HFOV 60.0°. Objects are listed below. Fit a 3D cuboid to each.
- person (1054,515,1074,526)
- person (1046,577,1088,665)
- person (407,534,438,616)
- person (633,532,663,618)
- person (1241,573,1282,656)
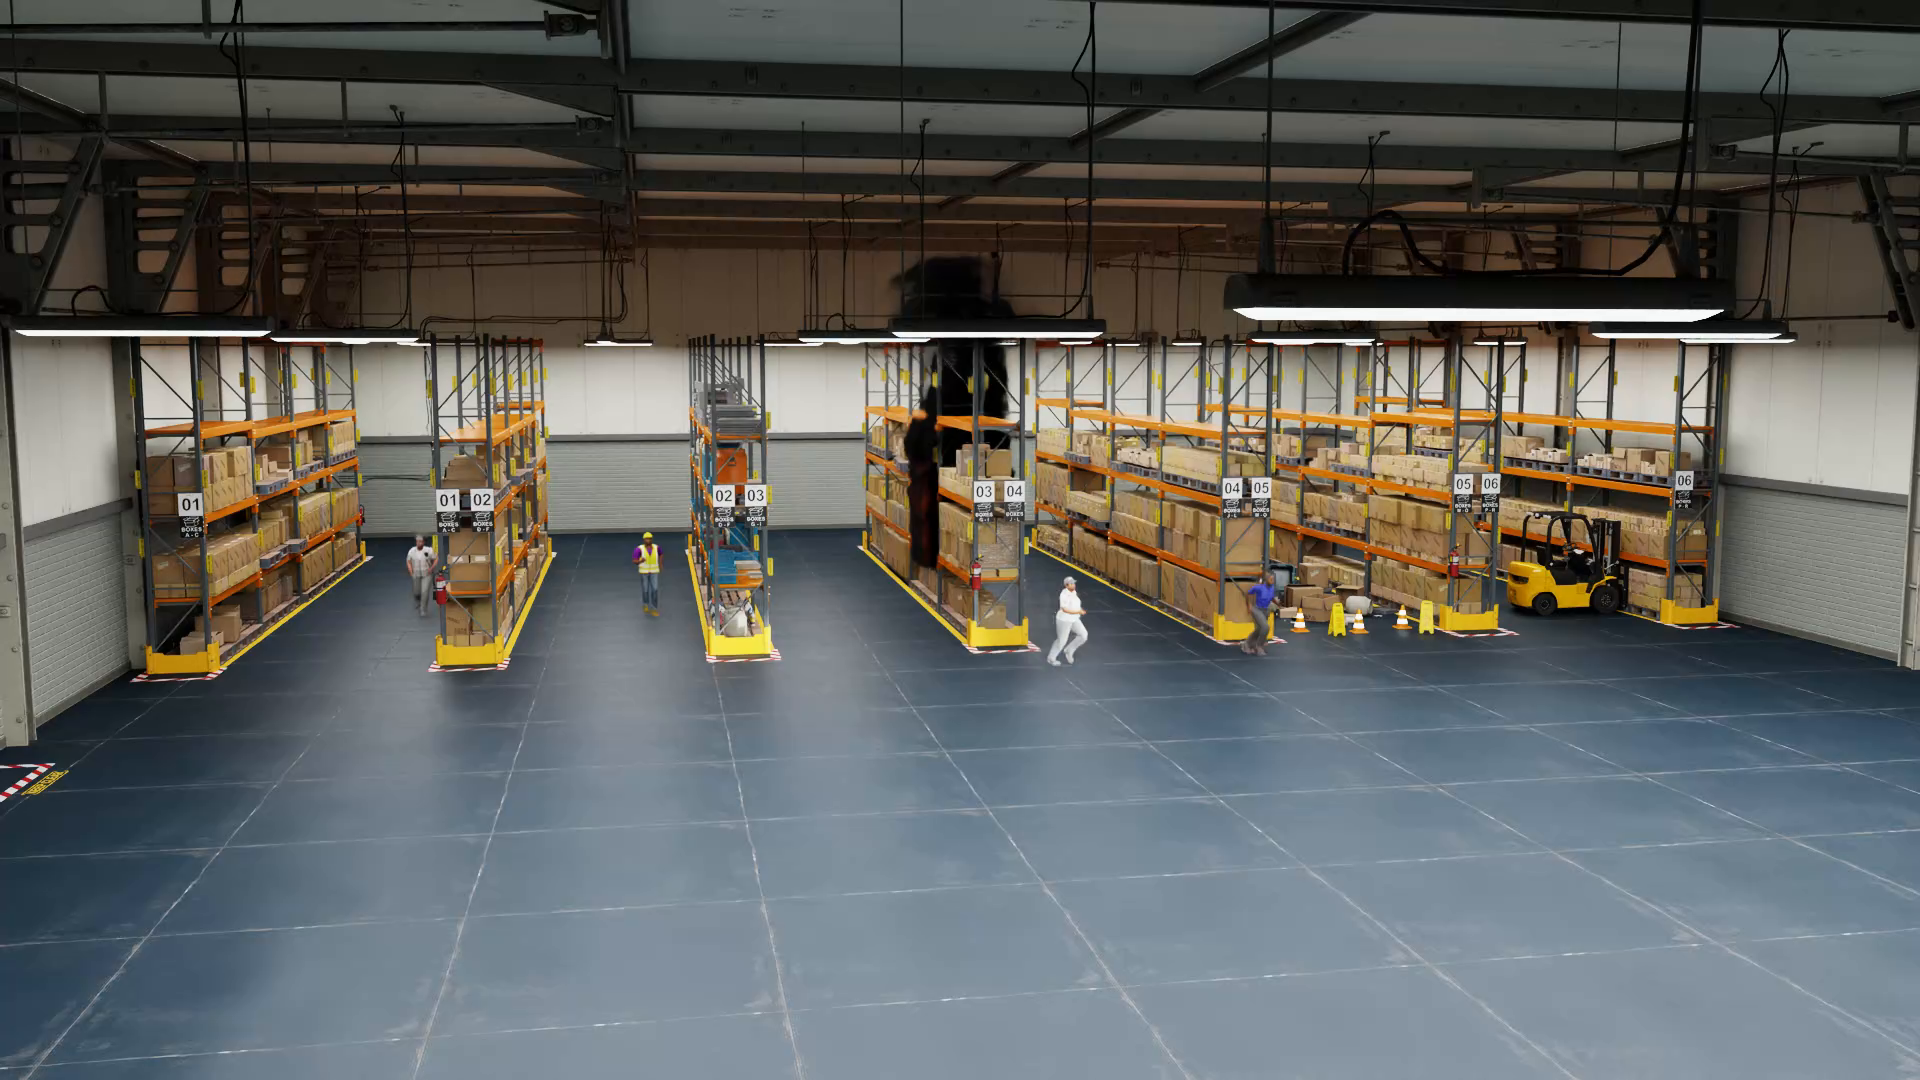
[{"bbox_3d":[3.137,-0.871,50.167,0.805,1.695,0.666,-3,7,-22],"label":"person"},{"bbox_3d":[1.977,1.462,30.085,0.800,1.607,0.621,5,8,35],"label":"person"},{"bbox_3d":[-11.635,0.743,36.017,0.659,1.764,0.659,-1,7,-10],"label":"person"},{"bbox_3d":[-6.695,0.735,35.770,0.683,1.808,0.831,-2,7,-17],"label":"person"},{"bbox_3d":[5.656,1.388,31.212,0.599,1.602,0.821,-6,9,-42],"label":"person"}]
